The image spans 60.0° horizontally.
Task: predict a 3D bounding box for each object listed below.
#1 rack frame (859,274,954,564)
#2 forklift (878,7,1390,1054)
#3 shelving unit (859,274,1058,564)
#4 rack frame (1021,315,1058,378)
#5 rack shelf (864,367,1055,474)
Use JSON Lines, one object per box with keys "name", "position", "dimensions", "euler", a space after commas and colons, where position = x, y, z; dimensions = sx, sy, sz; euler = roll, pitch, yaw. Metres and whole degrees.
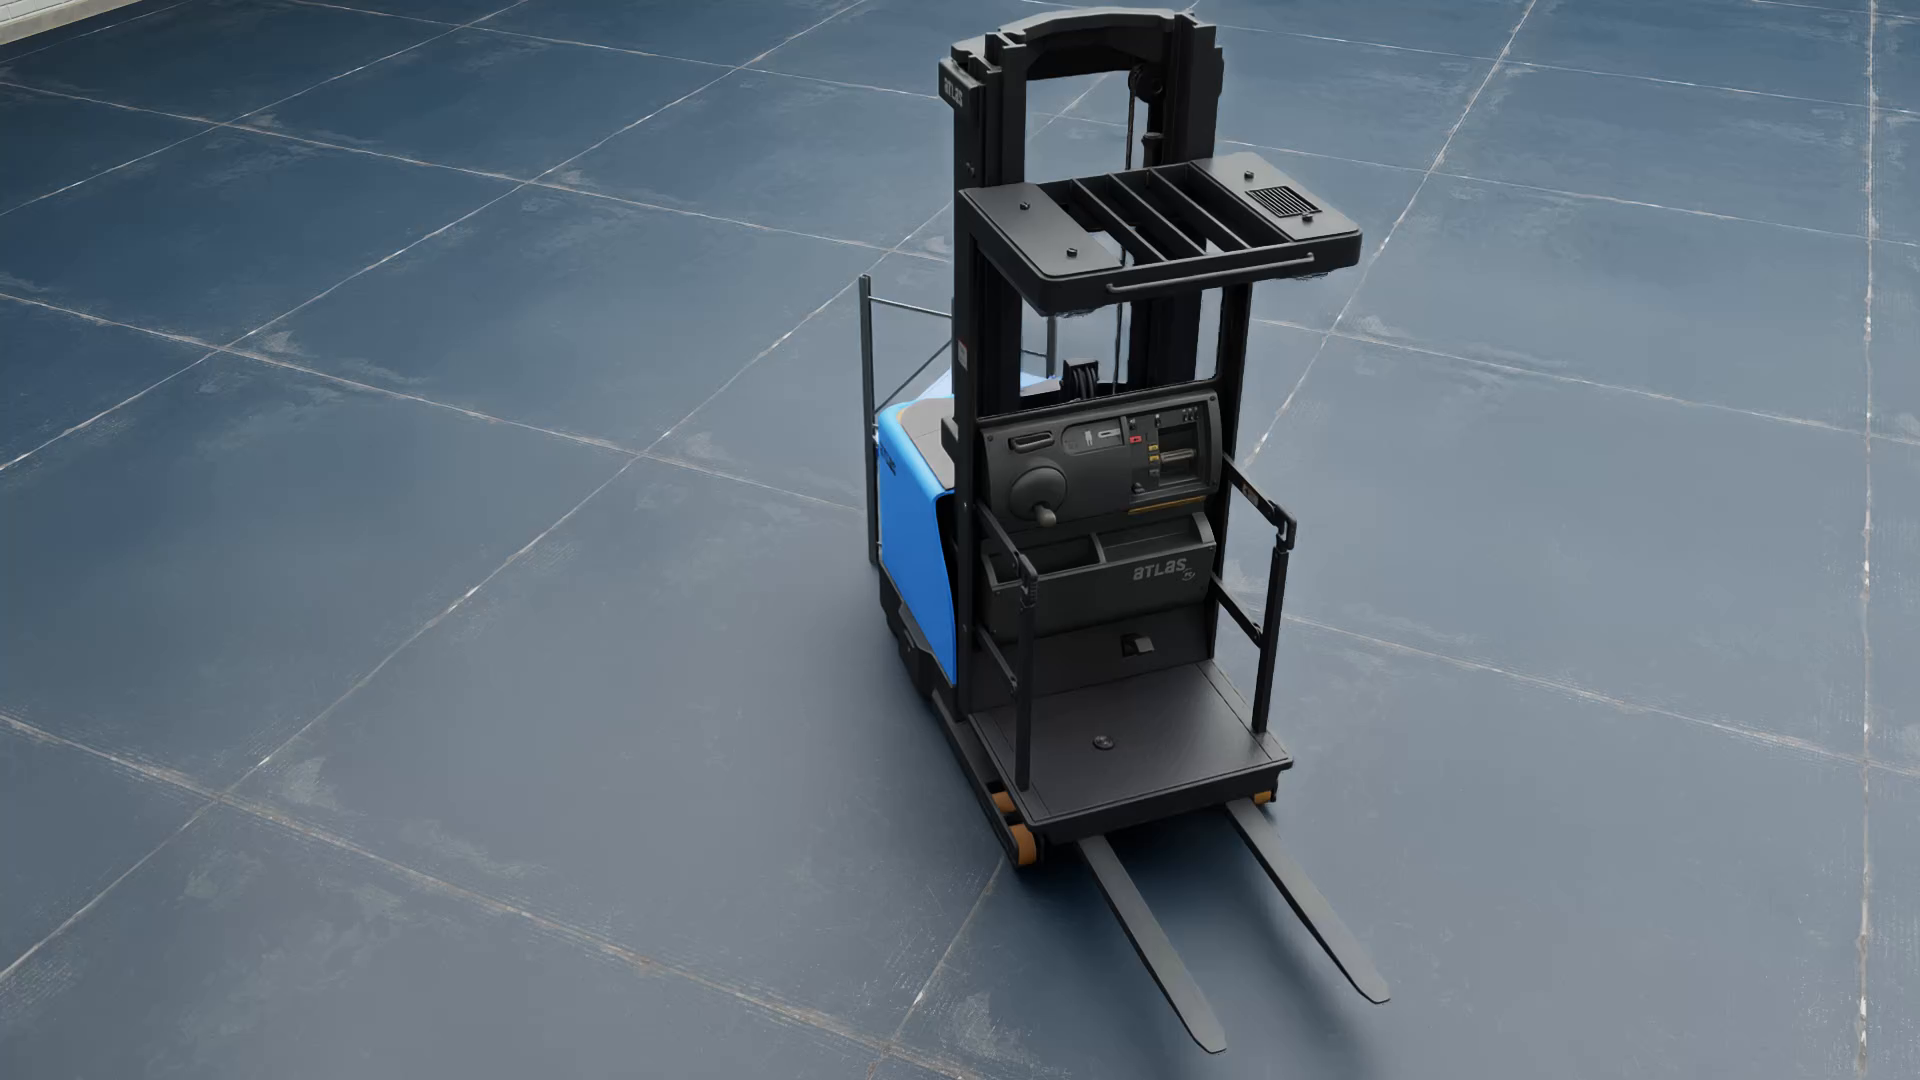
{"name": "rack frame", "position": [-0.214, -0.471, 7.600], "dimensions": [0.500, 1.500, 0.032], "euler": [16, 36, 22]}
{"name": "forklift", "position": [0.606, -0.235, 5.935], "dimensions": [1.130, 2.935, 3.031], "euler": [-11, 35, -16]}
{"name": "shelving unit", "position": [0.018, -0.719, 7.978], "dimensions": [0.538, 1.500, 1.048], "euler": [16, 36, 22]}
{"name": "rack frame", "position": [0.249, -0.967, 8.357], "dimensions": [0.500, 1.500, 0.032], "euler": [16, 36, 22]}
{"name": "rack shelf", "position": [0.018, -0.568, 8.077], "dimensions": [0.538, 0.185, 1.000], "euler": [16, 36, 22]}
